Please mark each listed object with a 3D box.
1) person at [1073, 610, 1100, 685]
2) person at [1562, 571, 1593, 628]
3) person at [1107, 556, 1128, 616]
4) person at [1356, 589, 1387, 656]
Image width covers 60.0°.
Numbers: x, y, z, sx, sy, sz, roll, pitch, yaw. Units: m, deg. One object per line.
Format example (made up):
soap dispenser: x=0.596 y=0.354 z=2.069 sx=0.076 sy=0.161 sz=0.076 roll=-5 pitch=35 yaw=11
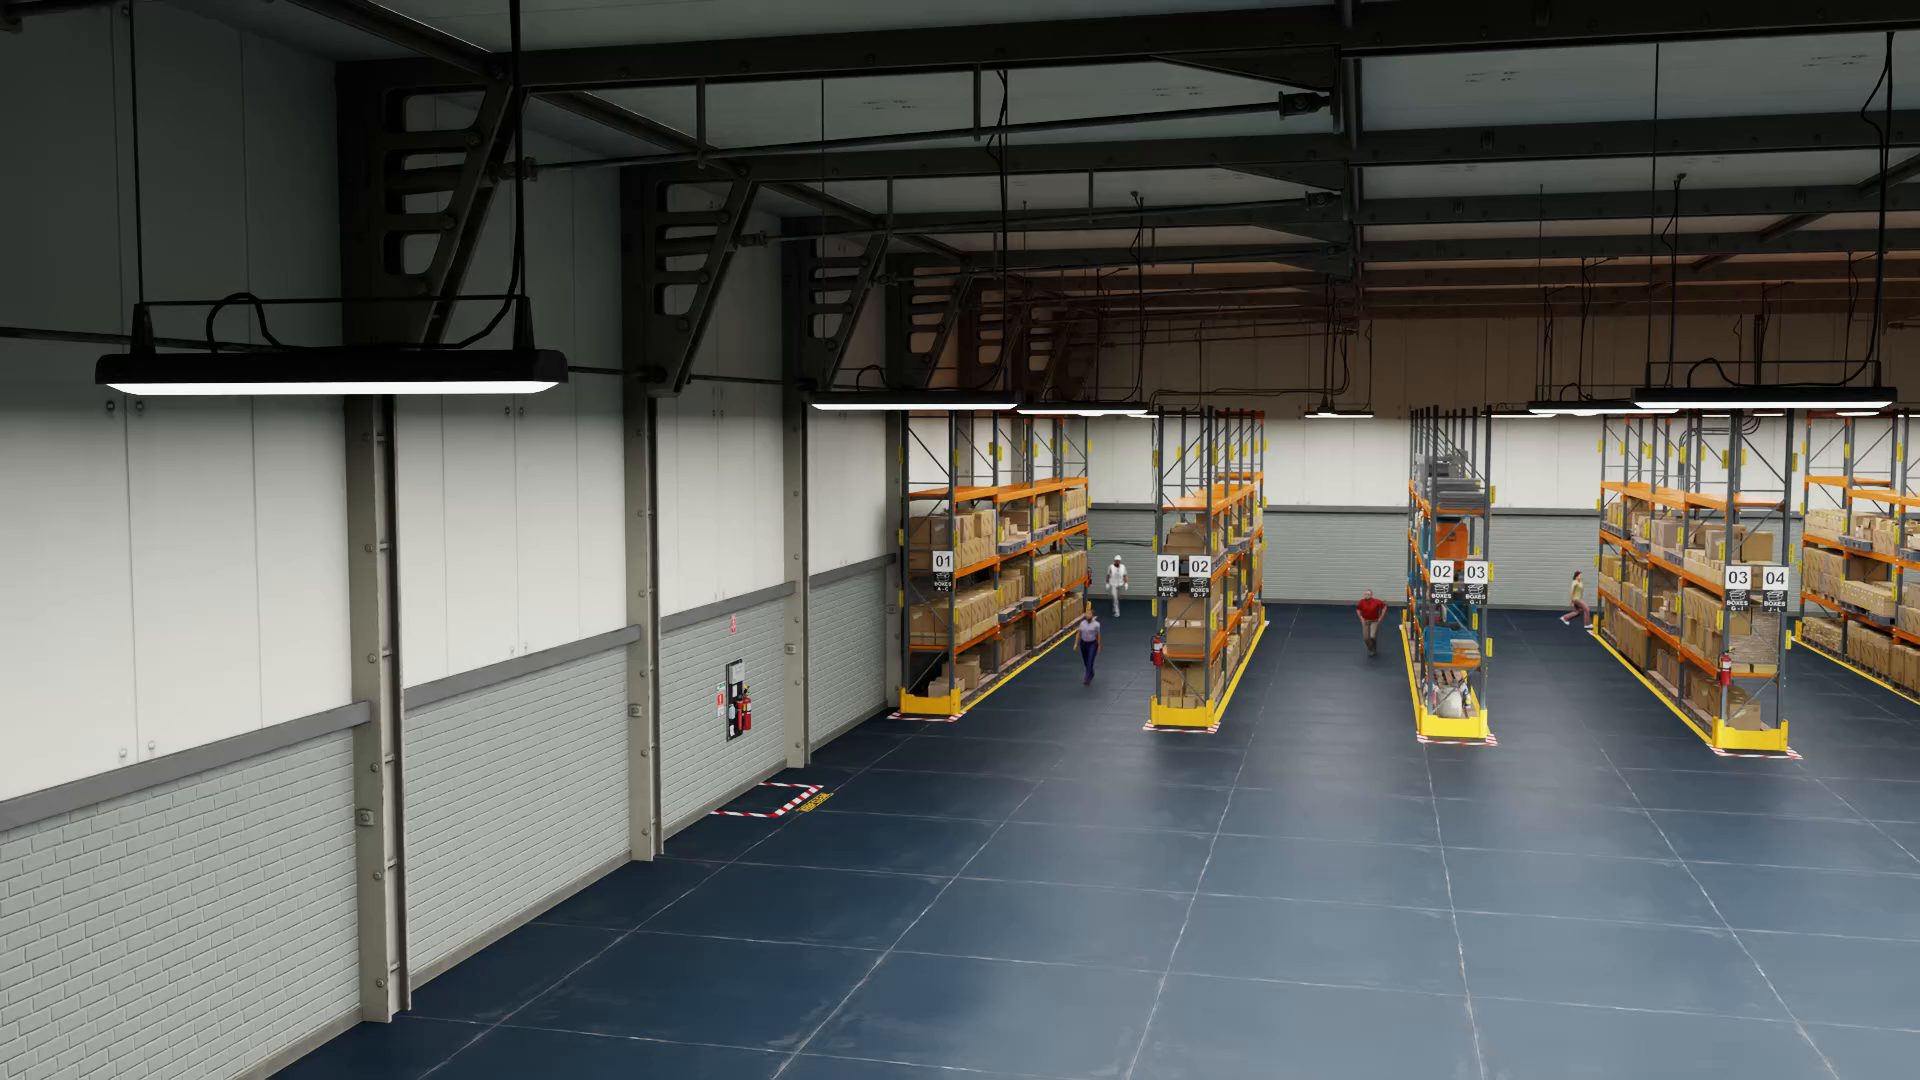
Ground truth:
person: x=2.765 y=2.317 z=36.206 sx=0.524 sy=1.591 sz=0.992 roll=2 pitch=4 yaw=24
person: x=17.137 y=1.633 z=46.087 sx=0.949 sy=1.564 sz=0.442 roll=4 pitch=6 yaw=45
person: x=4.641 y=1.328 z=48.888 sx=0.561 sy=1.716 sz=1.117 roll=-1 pitch=4 yaw=-16
person: x=9.989 y=1.998 z=40.368 sx=0.717 sy=1.638 sz=0.829 roll=2 pitch=4 yaw=24
